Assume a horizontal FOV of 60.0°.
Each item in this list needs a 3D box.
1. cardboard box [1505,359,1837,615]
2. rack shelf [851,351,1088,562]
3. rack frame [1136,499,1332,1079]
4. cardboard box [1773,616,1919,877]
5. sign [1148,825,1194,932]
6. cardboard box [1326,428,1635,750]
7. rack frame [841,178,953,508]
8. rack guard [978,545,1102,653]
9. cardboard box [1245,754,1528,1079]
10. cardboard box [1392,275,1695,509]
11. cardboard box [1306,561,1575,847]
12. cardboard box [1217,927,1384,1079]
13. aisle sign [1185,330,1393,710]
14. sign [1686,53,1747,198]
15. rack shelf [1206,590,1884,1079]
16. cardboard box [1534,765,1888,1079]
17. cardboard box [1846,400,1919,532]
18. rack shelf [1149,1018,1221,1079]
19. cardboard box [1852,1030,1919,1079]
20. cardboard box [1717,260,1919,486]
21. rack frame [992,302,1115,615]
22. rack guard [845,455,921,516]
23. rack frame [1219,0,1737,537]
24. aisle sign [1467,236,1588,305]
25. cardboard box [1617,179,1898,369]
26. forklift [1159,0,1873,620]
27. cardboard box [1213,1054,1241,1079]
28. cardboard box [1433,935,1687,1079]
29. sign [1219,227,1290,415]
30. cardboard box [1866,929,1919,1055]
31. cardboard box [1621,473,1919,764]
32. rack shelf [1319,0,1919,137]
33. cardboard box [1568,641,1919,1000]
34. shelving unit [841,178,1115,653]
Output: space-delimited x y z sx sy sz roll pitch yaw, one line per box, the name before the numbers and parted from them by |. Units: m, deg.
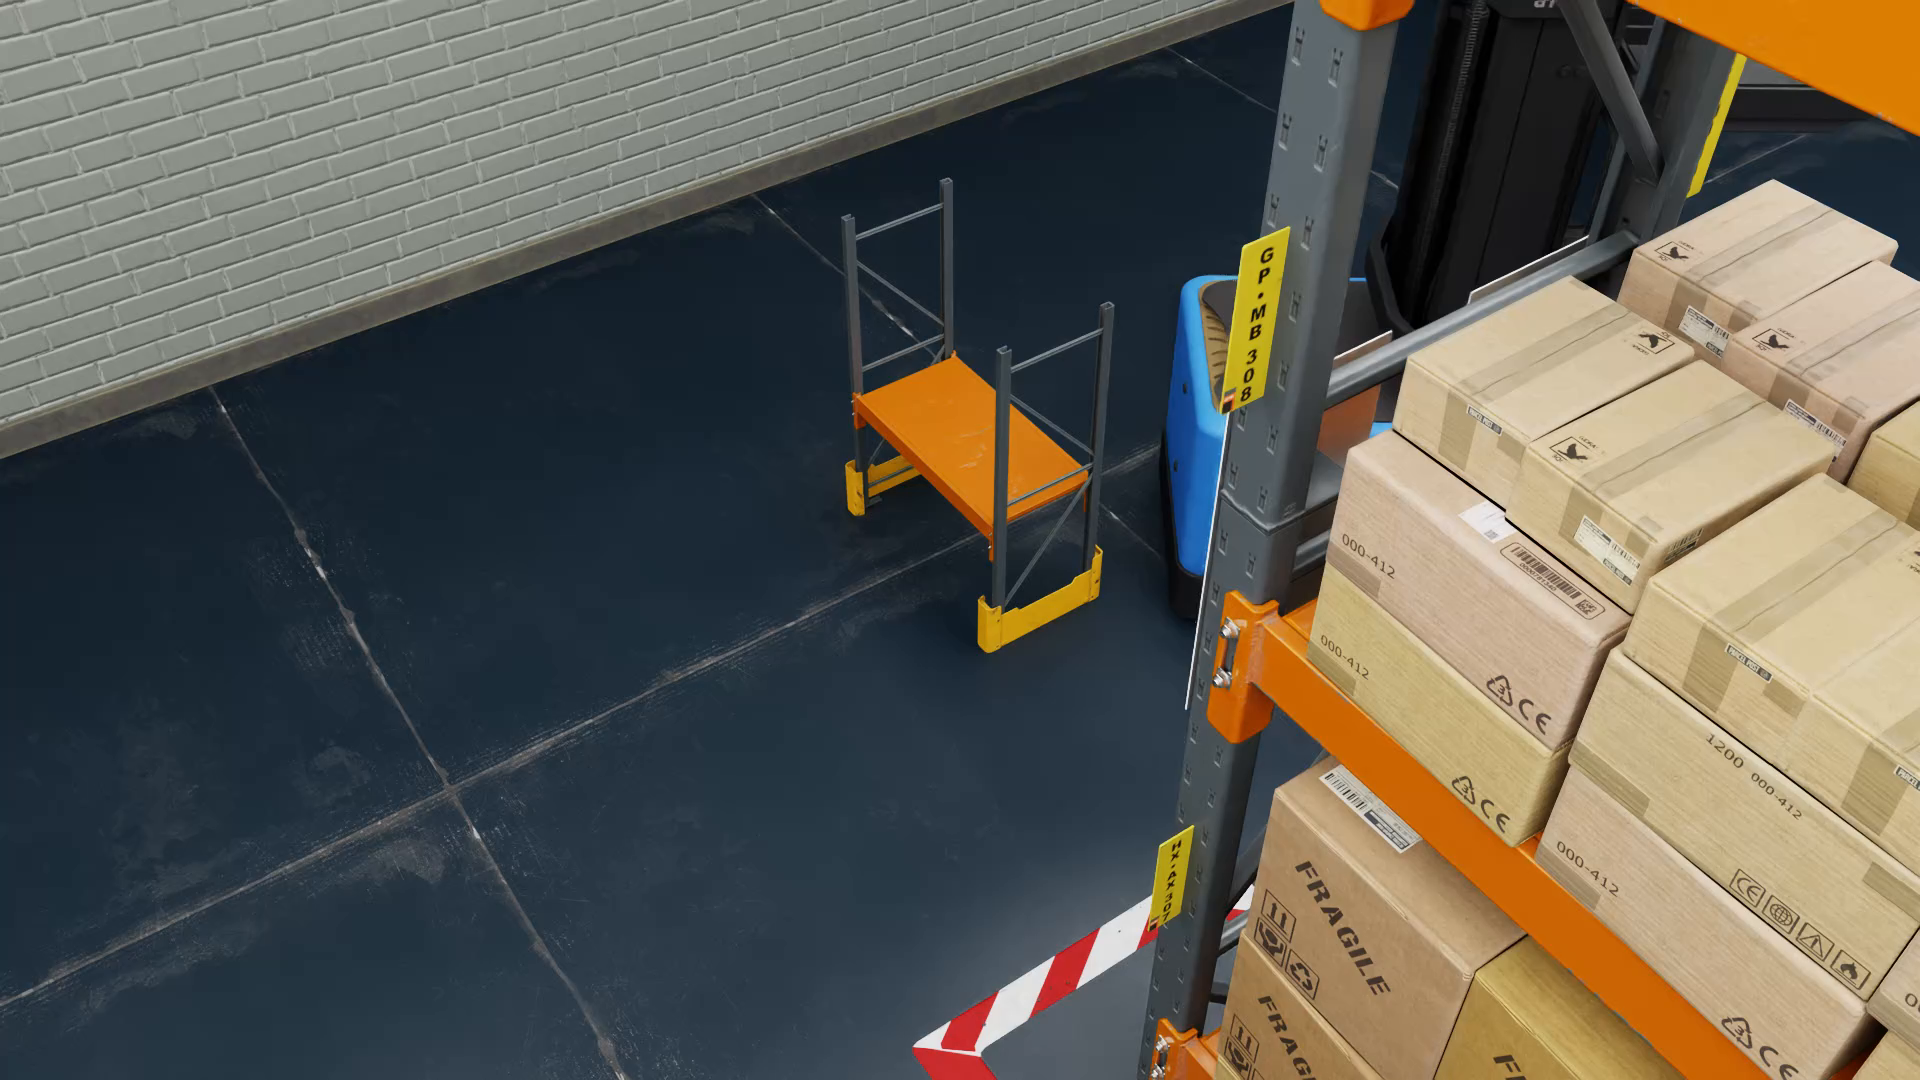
cardboard box | 1.040 -0.085 2.443 0.380 0.149 0.250 -24 49 -23
rack shelf | 0.049 -0.364 6.797 0.538 0.185 1.000 -26 49 -24
rack frame | 0.910 0.846 4.182 1.000 3.000 0.127 -26 49 -24
cardboard box | 1.274 0.236 2.107 0.380 0.149 0.250 -25 49 -24
sign | 0.465 0.747 3.659 0.100 0.325 0.005 -26 49 -24
cardboard box | 0.954 -0.009 2.652 0.500 0.250 0.500 -25 49 -24
rack frame | -0.242 -0.782 6.974 0.500 1.500 0.032 -26 49 -24
rack guard | 0.329 0.235 6.814 0.587 0.250 0.087 -26 49 -24
cardboard box | 0.949 0.700 3.324 0.500 0.500 0.500 -26 49 -25
cardboard box | 0.909 -0.236 2.602 0.380 0.149 0.250 -26 49 -25
cardboard box | 0.957 0.171 2.826 0.500 0.250 0.500 -24 49 -23
cardboard box | 0.940 1.066 3.665 0.500 0.500 0.500 -23 48 -23
aisle sign | 0.622 -0.017 3.204 0.394 0.787 0.004 -26 49 -24
sign | 1.377 -0.767 3.059 0.100 0.325 0.005 -26 49 -24
rack shelf | 2.054 1.154 2.209 1.077 0.370 4.000 -26 49 -24
cardboard box | 1.255 0.471 2.512 0.500 0.250 0.500 -24 49 -23
cardboard box | 1.550 -0.114 2.474 0.380 0.149 0.250 -27 50 -26
rack shelf | 2.054 2.239 3.244 1.077 0.370 4.000 -26 49 -24
cardboard box | 1.560 0.757 2.212 0.500 0.250 0.500 -27 50 -26
cardboard box | 1.420 -0.268 2.635 0.380 0.149 0.250 -25 49 -24
rack frame | 0.340 -0.206 6.371 0.500 1.500 0.032 -26 49 -24
rack guard | -0.241 -0.329 7.405 0.587 0.250 0.087 -26 49 -24
rack frame | 0.910 -1.324 2.111 1.000 3.000 0.127 -26 49 -24
aisle sign | 1.114 -0.254 3.452 0.394 0.787 0.004 -26 49 -24
cardboard box | 1.341 -0.438 2.813 0.380 0.149 0.250 -26 50 -25
forklift | 2.396 -1.016 6.182 3.031 2.935 1.130 1 44 1
cardboard box | 0.827 1.250 3.941 0.380 0.149 0.250 -26 49 -25
cardboard box | 1.243 0.983 3.027 0.500 0.500 0.500 -24 49 -23
sign | 0.465 -0.341 2.620 0.100 0.325 0.005 -26 49 -24
cardboard box | 1.527 0.572 2.044 0.500 0.250 0.500 -25 49 -24
cardboard box | 1.135 0.098 2.252 0.380 0.149 0.250 -26 49 -24
rack shelf | 2.054 0.070 1.174 1.077 0.370 4.000 -26 49 -24
cardboard box | 1.248 0.281 2.349 0.500 0.250 0.500 -26 50 -25
shelving unit | 0.044 -0.499 6.678 0.587 1.500 1.083 -26 49 -24
